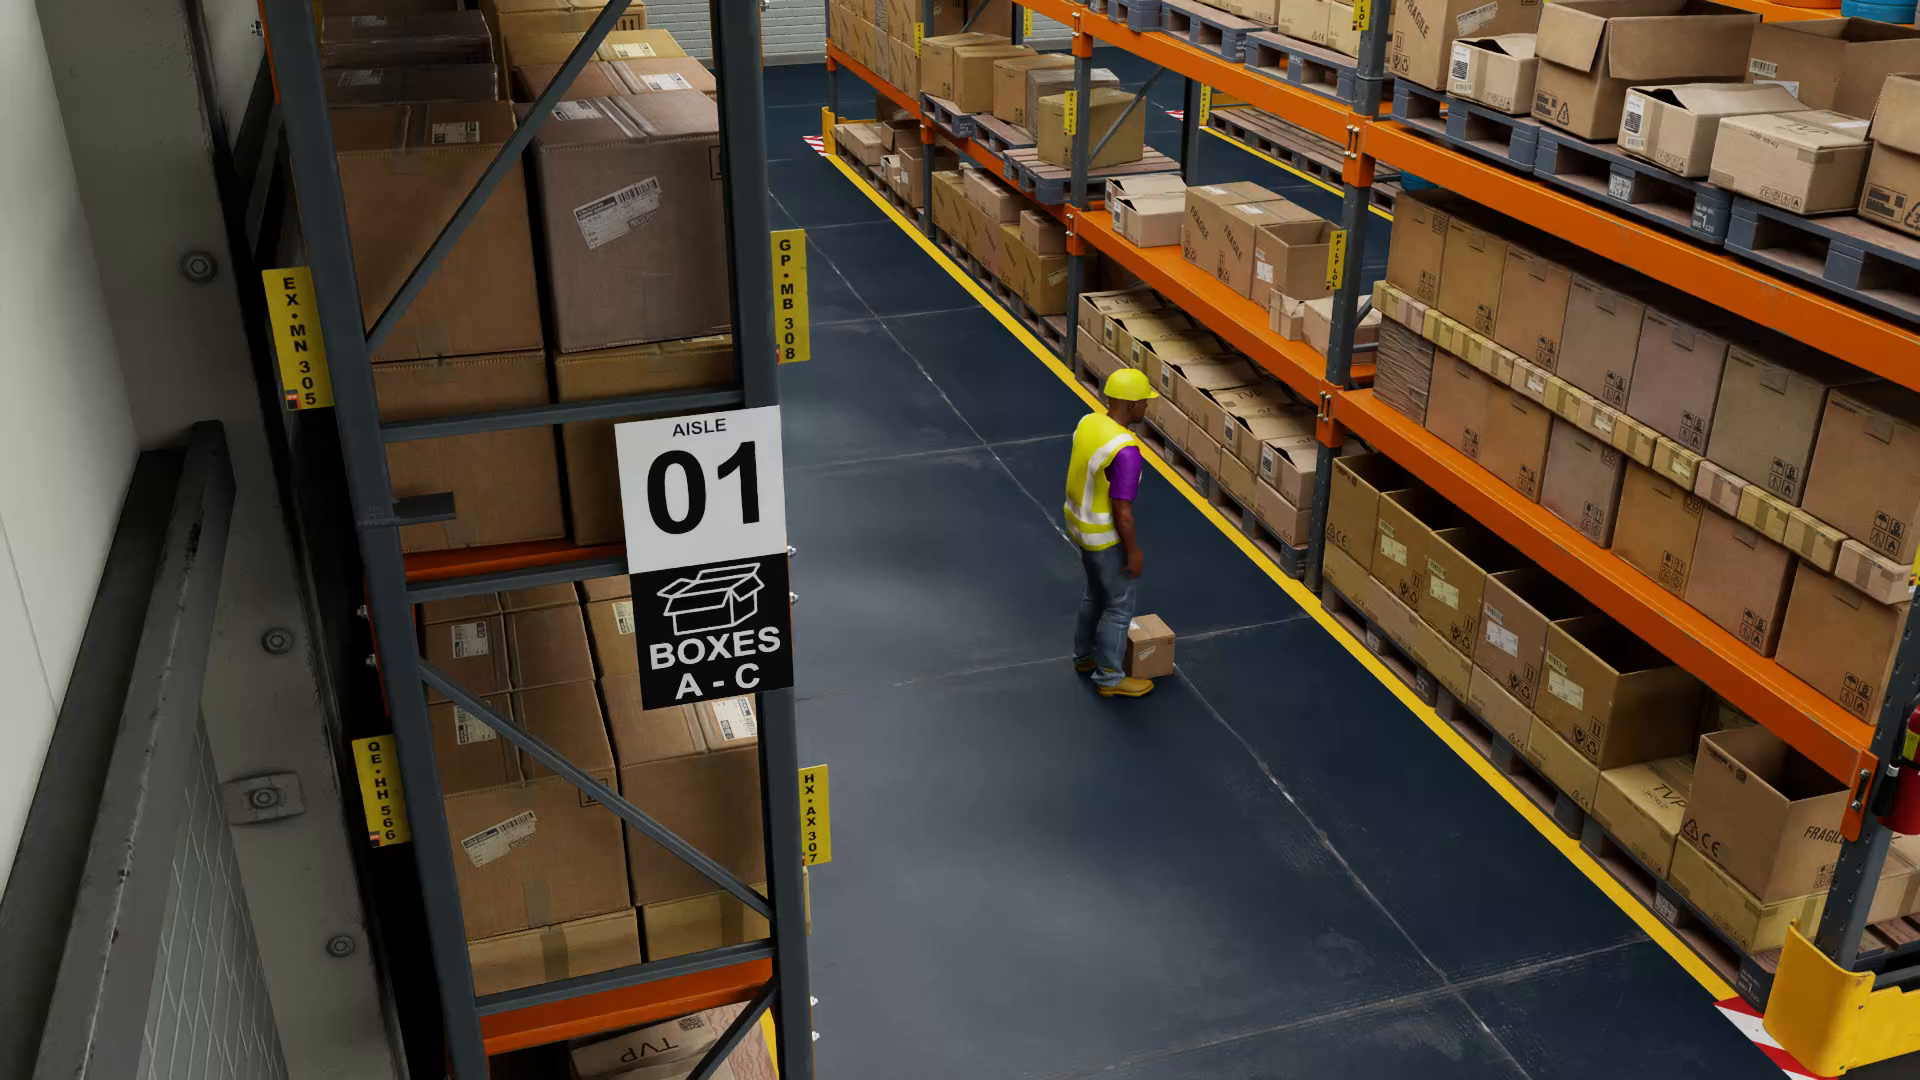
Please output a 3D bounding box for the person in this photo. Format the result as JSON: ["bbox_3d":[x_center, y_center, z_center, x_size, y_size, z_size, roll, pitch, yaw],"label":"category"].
[{"bbox_3d":[0.792,-0.048,8.692,0.461,1.760,0.626,-8,27,-17],"label":"person"}]
